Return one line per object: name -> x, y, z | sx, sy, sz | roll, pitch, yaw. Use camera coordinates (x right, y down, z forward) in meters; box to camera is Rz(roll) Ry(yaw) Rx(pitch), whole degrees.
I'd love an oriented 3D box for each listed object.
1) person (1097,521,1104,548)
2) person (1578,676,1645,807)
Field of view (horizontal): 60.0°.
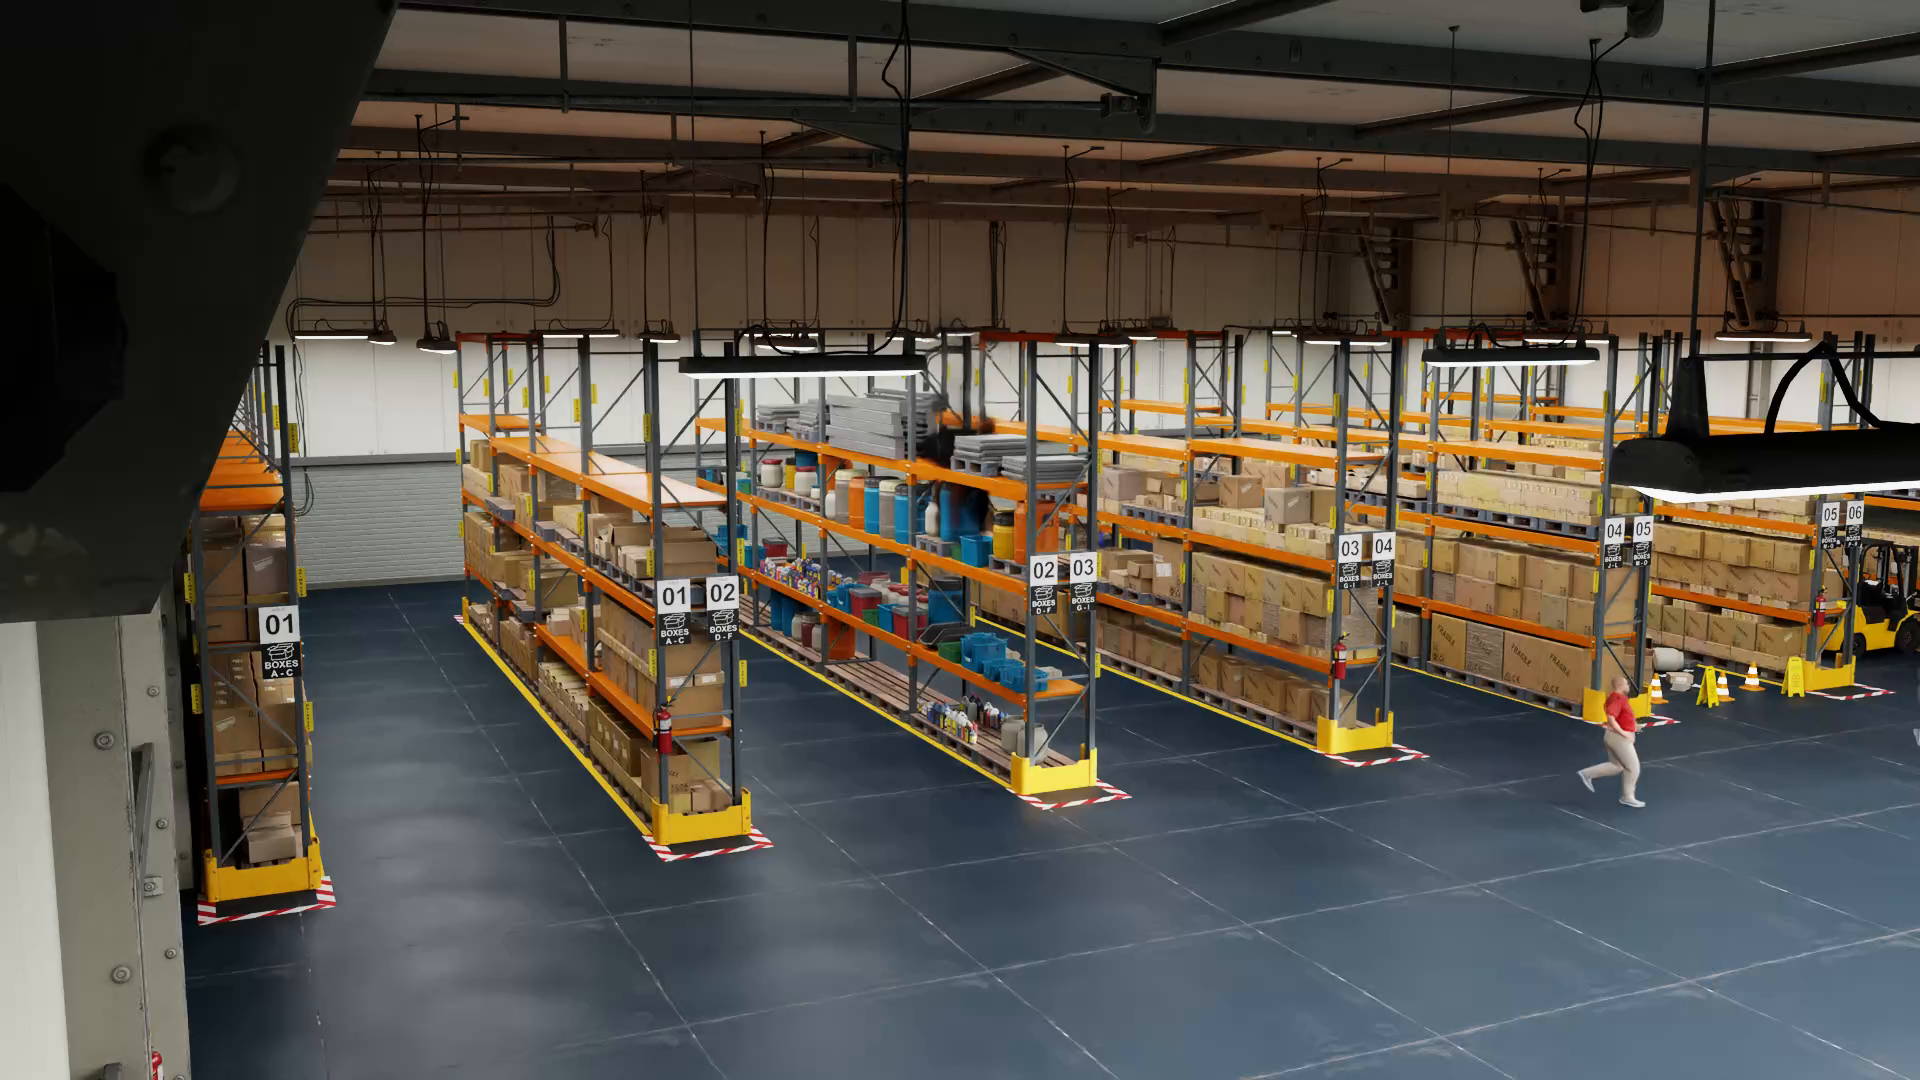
person -> 3.093, 0.385, 37.839 | 0.587, 1.651, 0.940 | -3, 8, -23
person -> 8.492, 2.608, 21.564 | 0.833, 1.720, 0.663 | 1, 8, 9
